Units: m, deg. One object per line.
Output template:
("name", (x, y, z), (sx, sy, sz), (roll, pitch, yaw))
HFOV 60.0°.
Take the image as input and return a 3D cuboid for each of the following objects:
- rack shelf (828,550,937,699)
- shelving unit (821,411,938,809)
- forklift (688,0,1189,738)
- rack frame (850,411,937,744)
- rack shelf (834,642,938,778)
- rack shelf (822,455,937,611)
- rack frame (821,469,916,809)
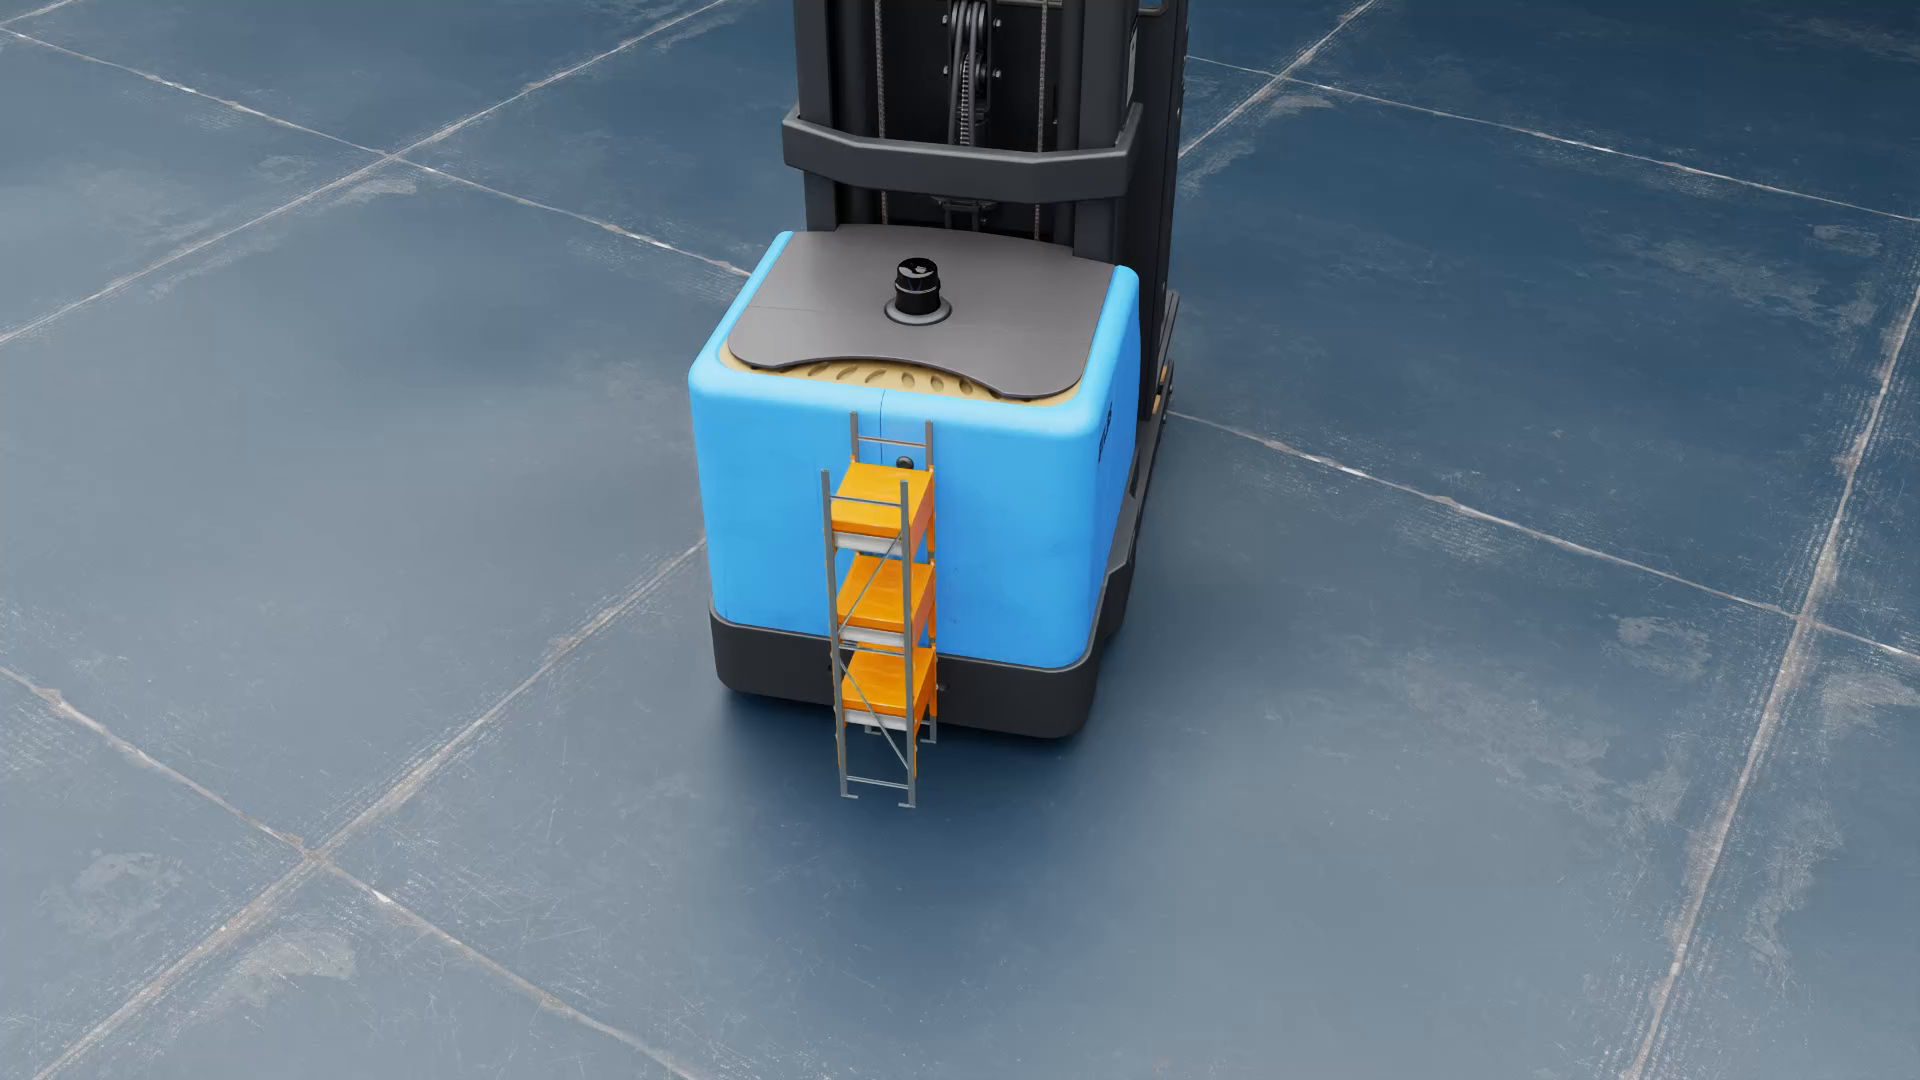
("rack shelf", (-0.188, 0.207, 4.140), (0.215, 0.259, 0.240), (8, 38, 10))
("shelving unit", (-0.188, 0.198, 4.133), (0.215, 1.050, 0.252), (8, 38, 10))
("forklift", (0.133, -1.532, 4.836), (1.130, 2.935, 3.031), (8, 38, 10))
("rack frame", (-0.162, 0.125, 4.227), (0.200, 1.050, 0.008), (8, 38, 10))
("rack shelf", (-0.188, 0.427, 4.309), (0.215, 0.259, 0.240), (8, 38, 10))
("rack shelf", (-0.188, -0.018, 3.966), (0.215, 0.259, 0.240), (8, 38, 10))
("rack frame", (-0.214, 0.271, 4.039), (0.200, 1.050, 0.008), (8, 38, 10))
